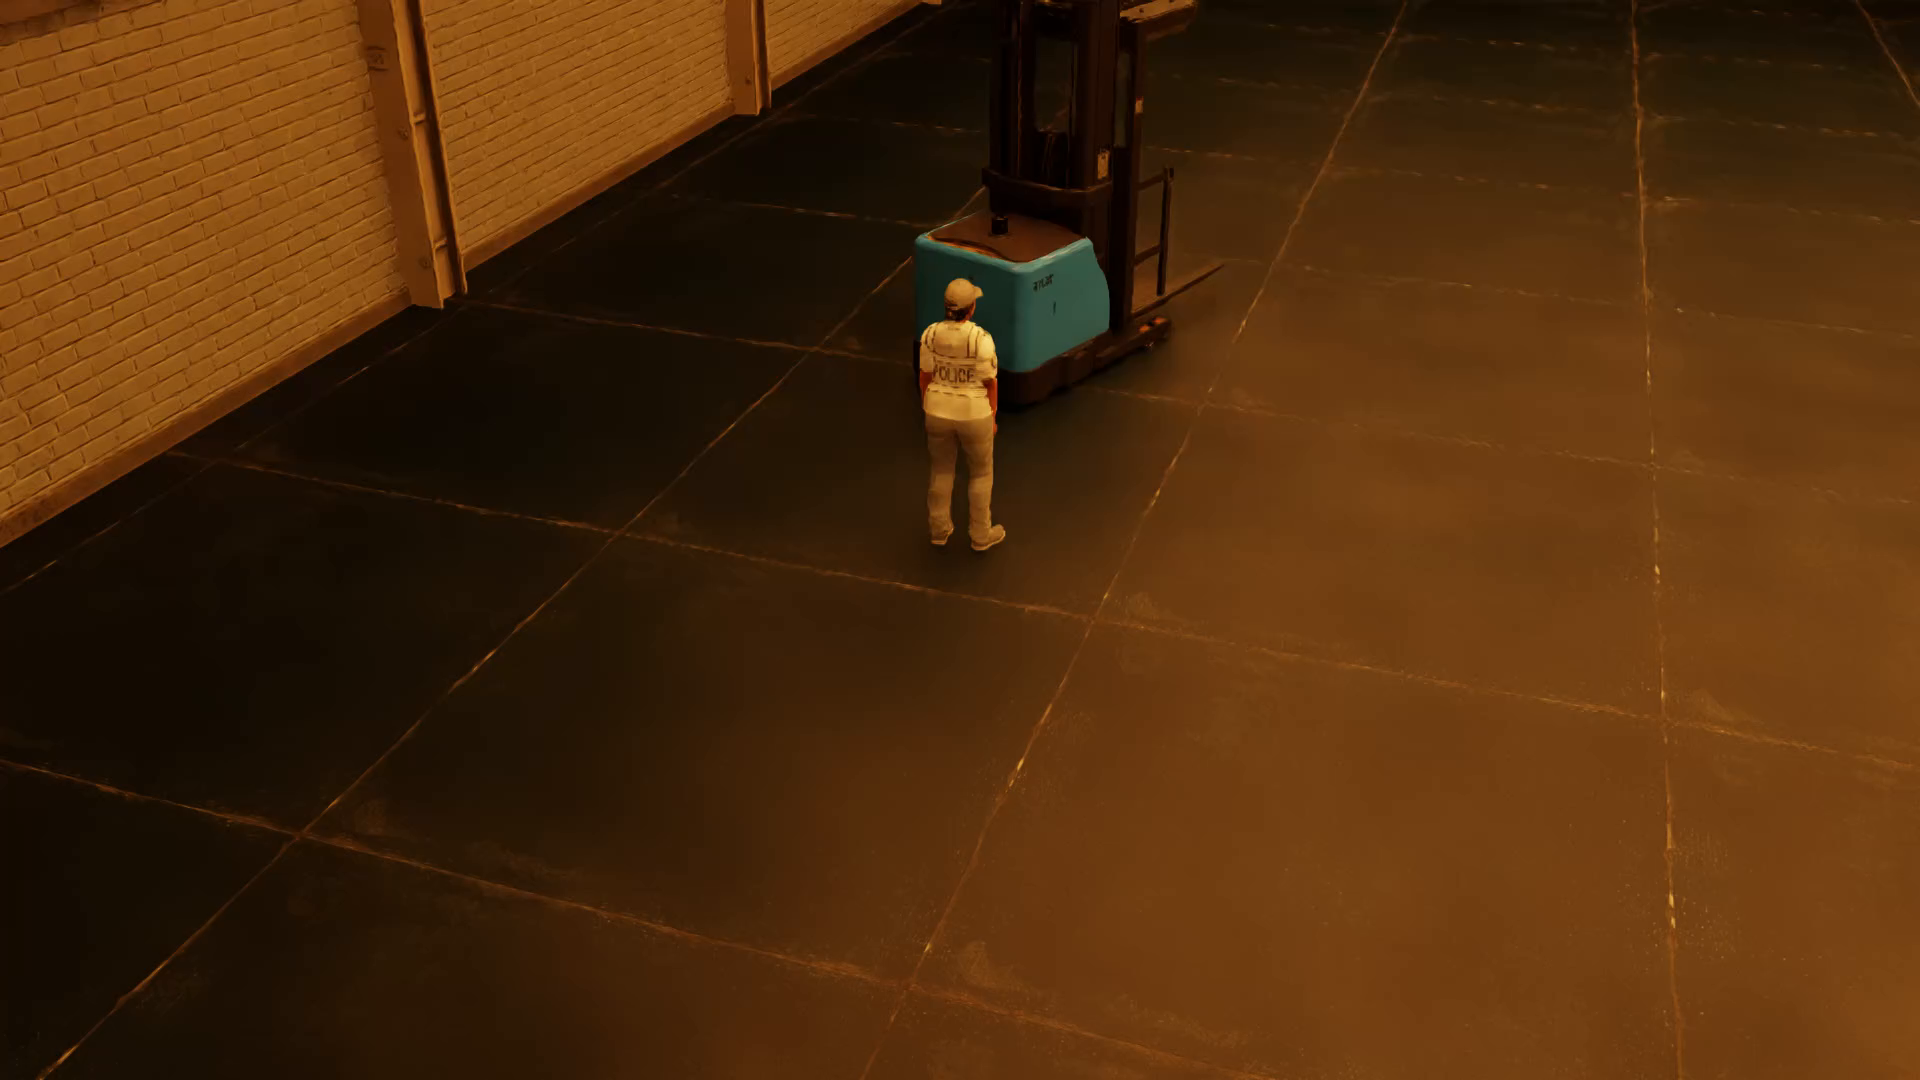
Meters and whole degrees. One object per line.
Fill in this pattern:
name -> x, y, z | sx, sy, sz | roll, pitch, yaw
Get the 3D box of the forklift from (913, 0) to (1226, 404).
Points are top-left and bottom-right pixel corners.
forklift -> 0.976, -2.884, 12.195 | 1.130, 2.935, 3.031 | 22, 36, 33

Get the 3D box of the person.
person -> 0.012, -0.728, 9.697 | 0.482, 1.669, 0.390 | 10, 31, 16
